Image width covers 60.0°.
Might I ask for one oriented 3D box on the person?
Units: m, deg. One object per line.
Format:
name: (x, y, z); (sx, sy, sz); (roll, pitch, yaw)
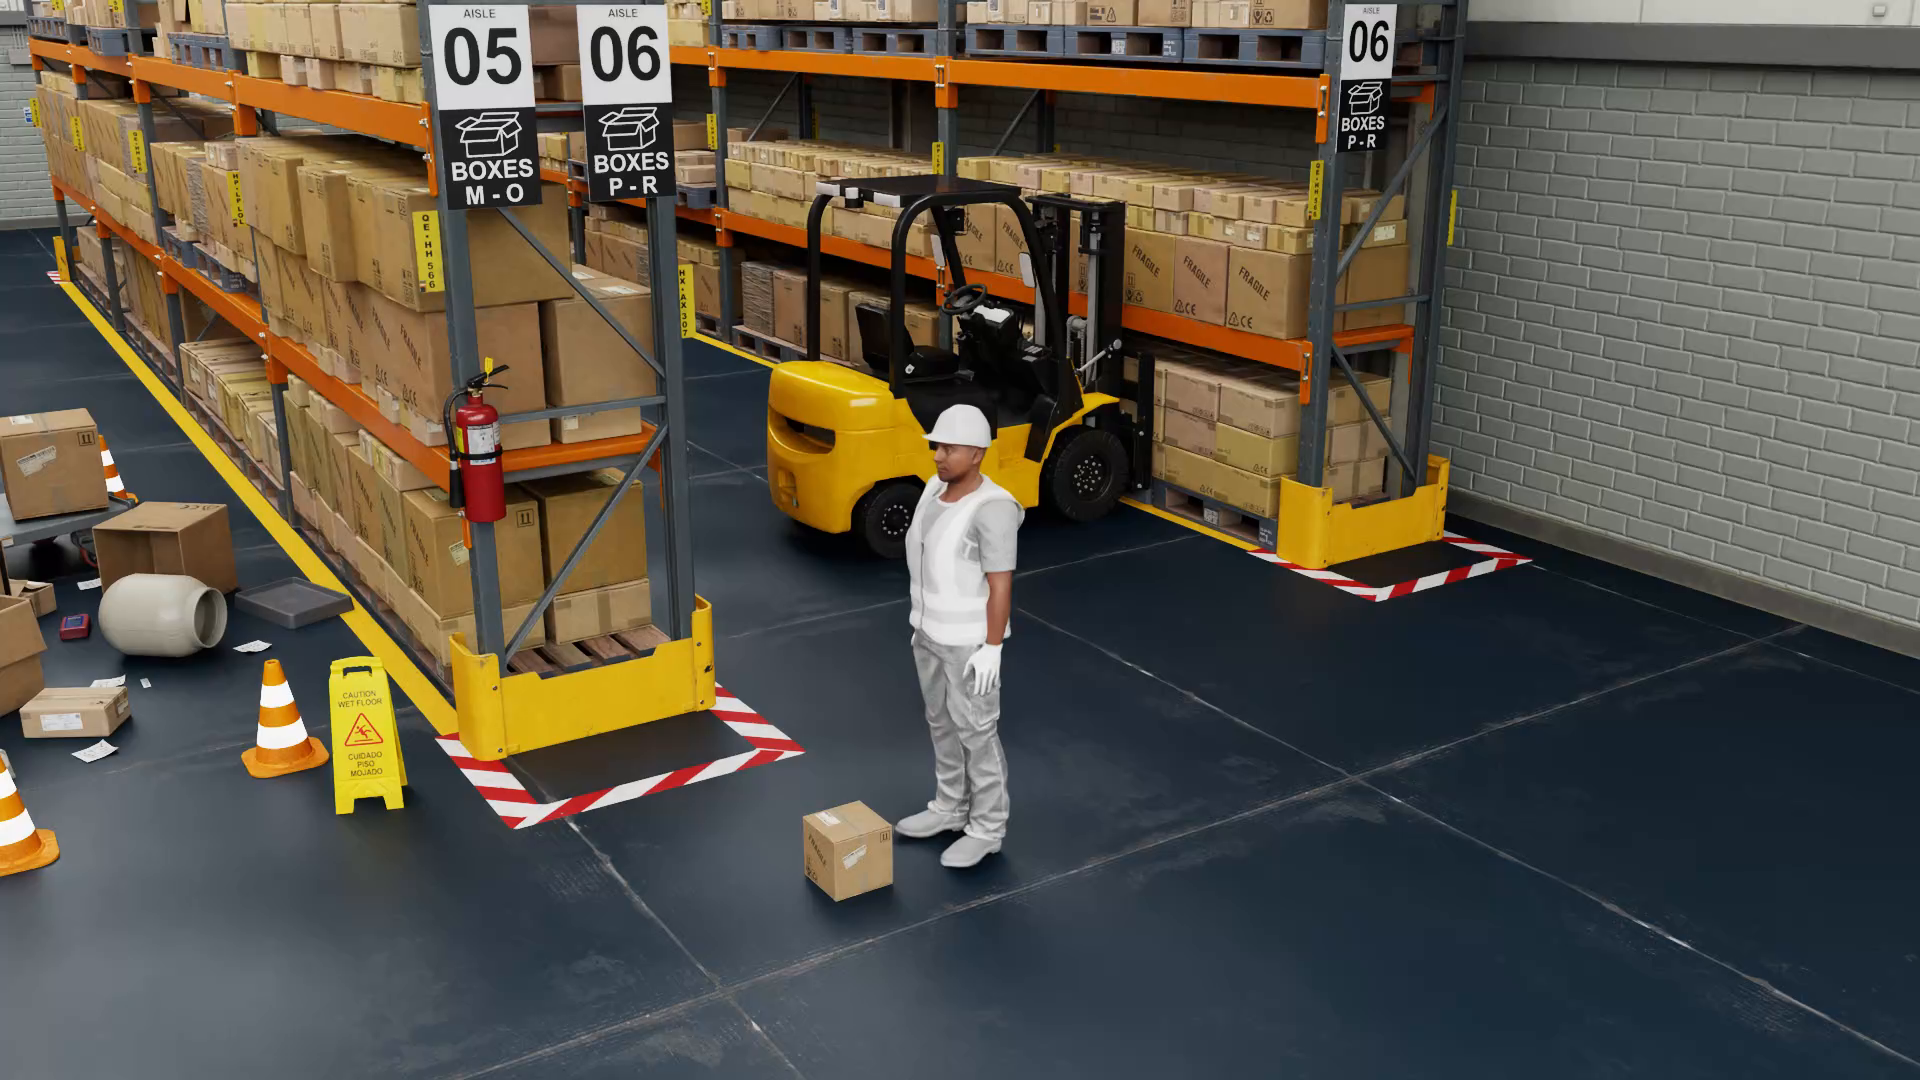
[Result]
person: (-0.010, 0.361, 6.353); (0.362, 1.785, 0.548); (-10, 21, -29)
